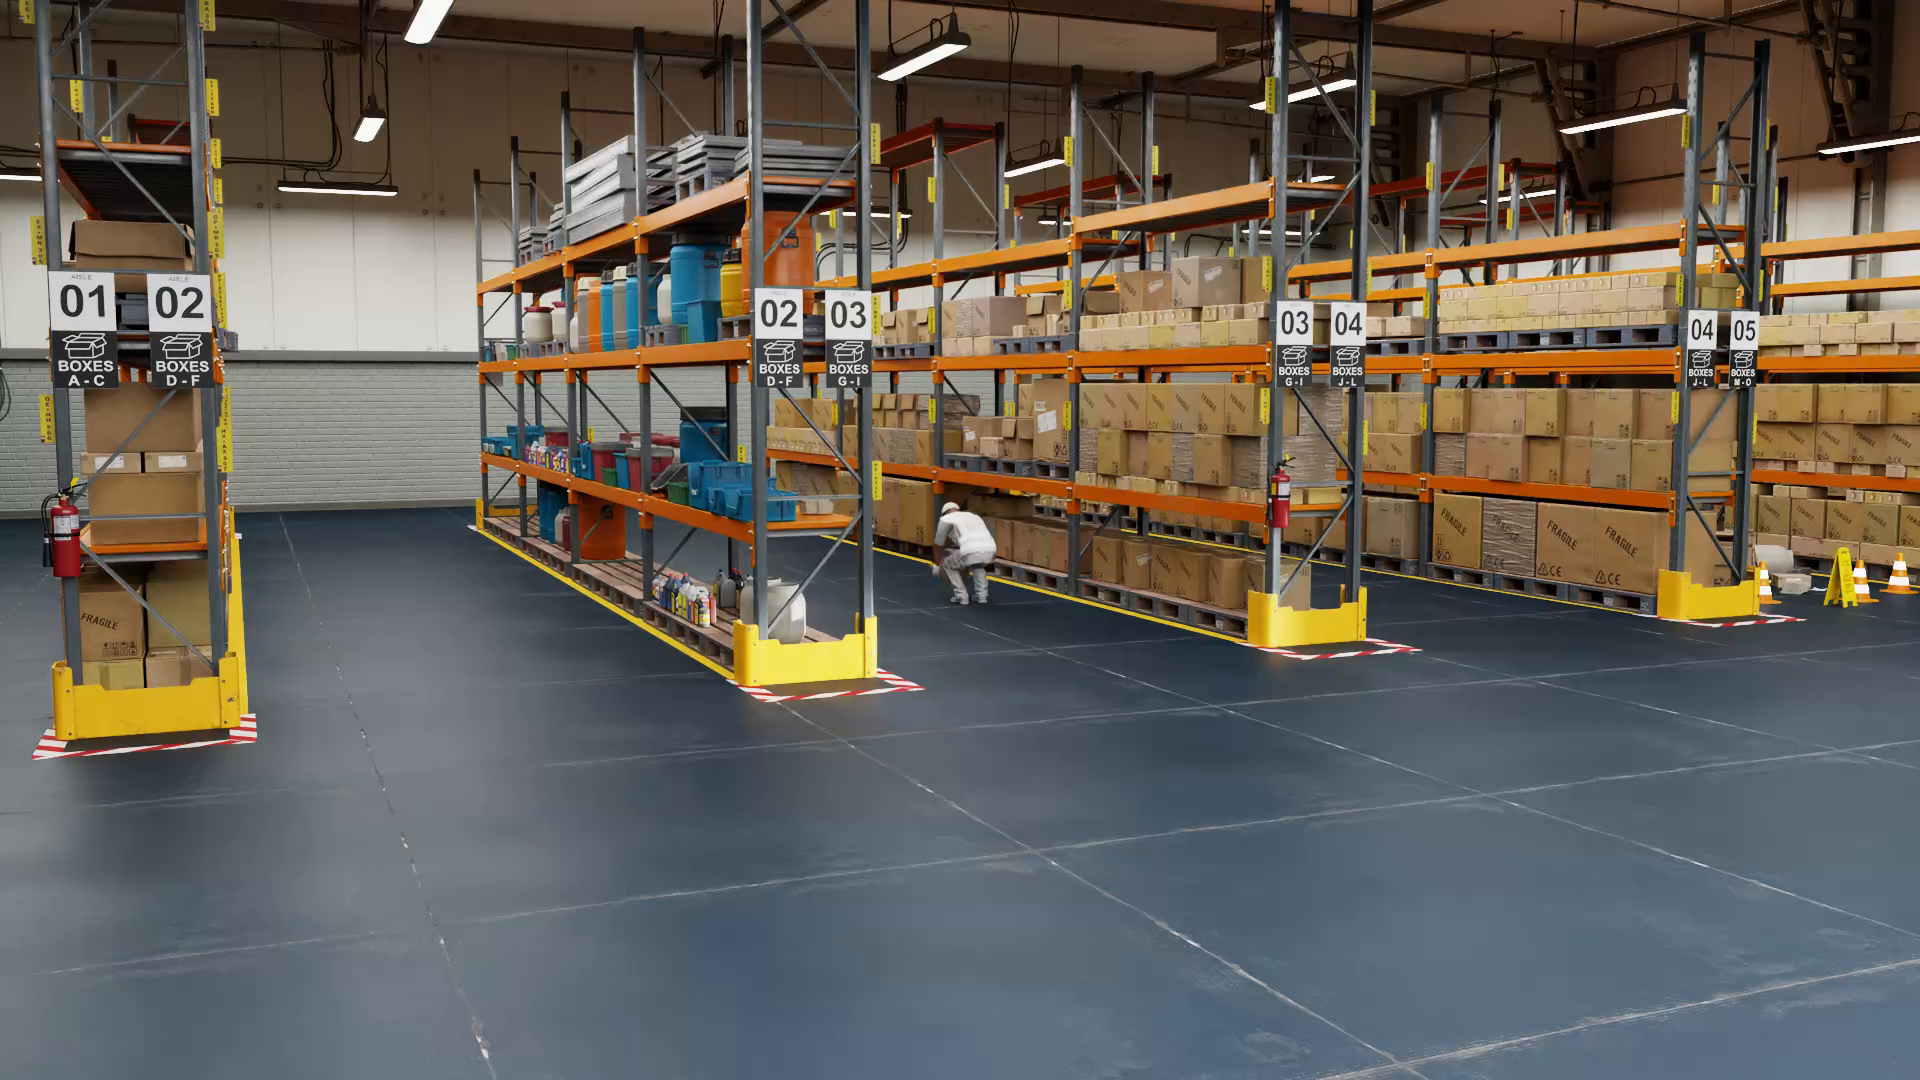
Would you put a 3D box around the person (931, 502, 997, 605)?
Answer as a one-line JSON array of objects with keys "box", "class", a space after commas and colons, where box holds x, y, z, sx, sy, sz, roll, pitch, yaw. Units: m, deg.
[{"box": [0.042, 0.148, 18.658, 0.585, 1.111, 0.869, -2, 6, -24], "class": "person"}]
